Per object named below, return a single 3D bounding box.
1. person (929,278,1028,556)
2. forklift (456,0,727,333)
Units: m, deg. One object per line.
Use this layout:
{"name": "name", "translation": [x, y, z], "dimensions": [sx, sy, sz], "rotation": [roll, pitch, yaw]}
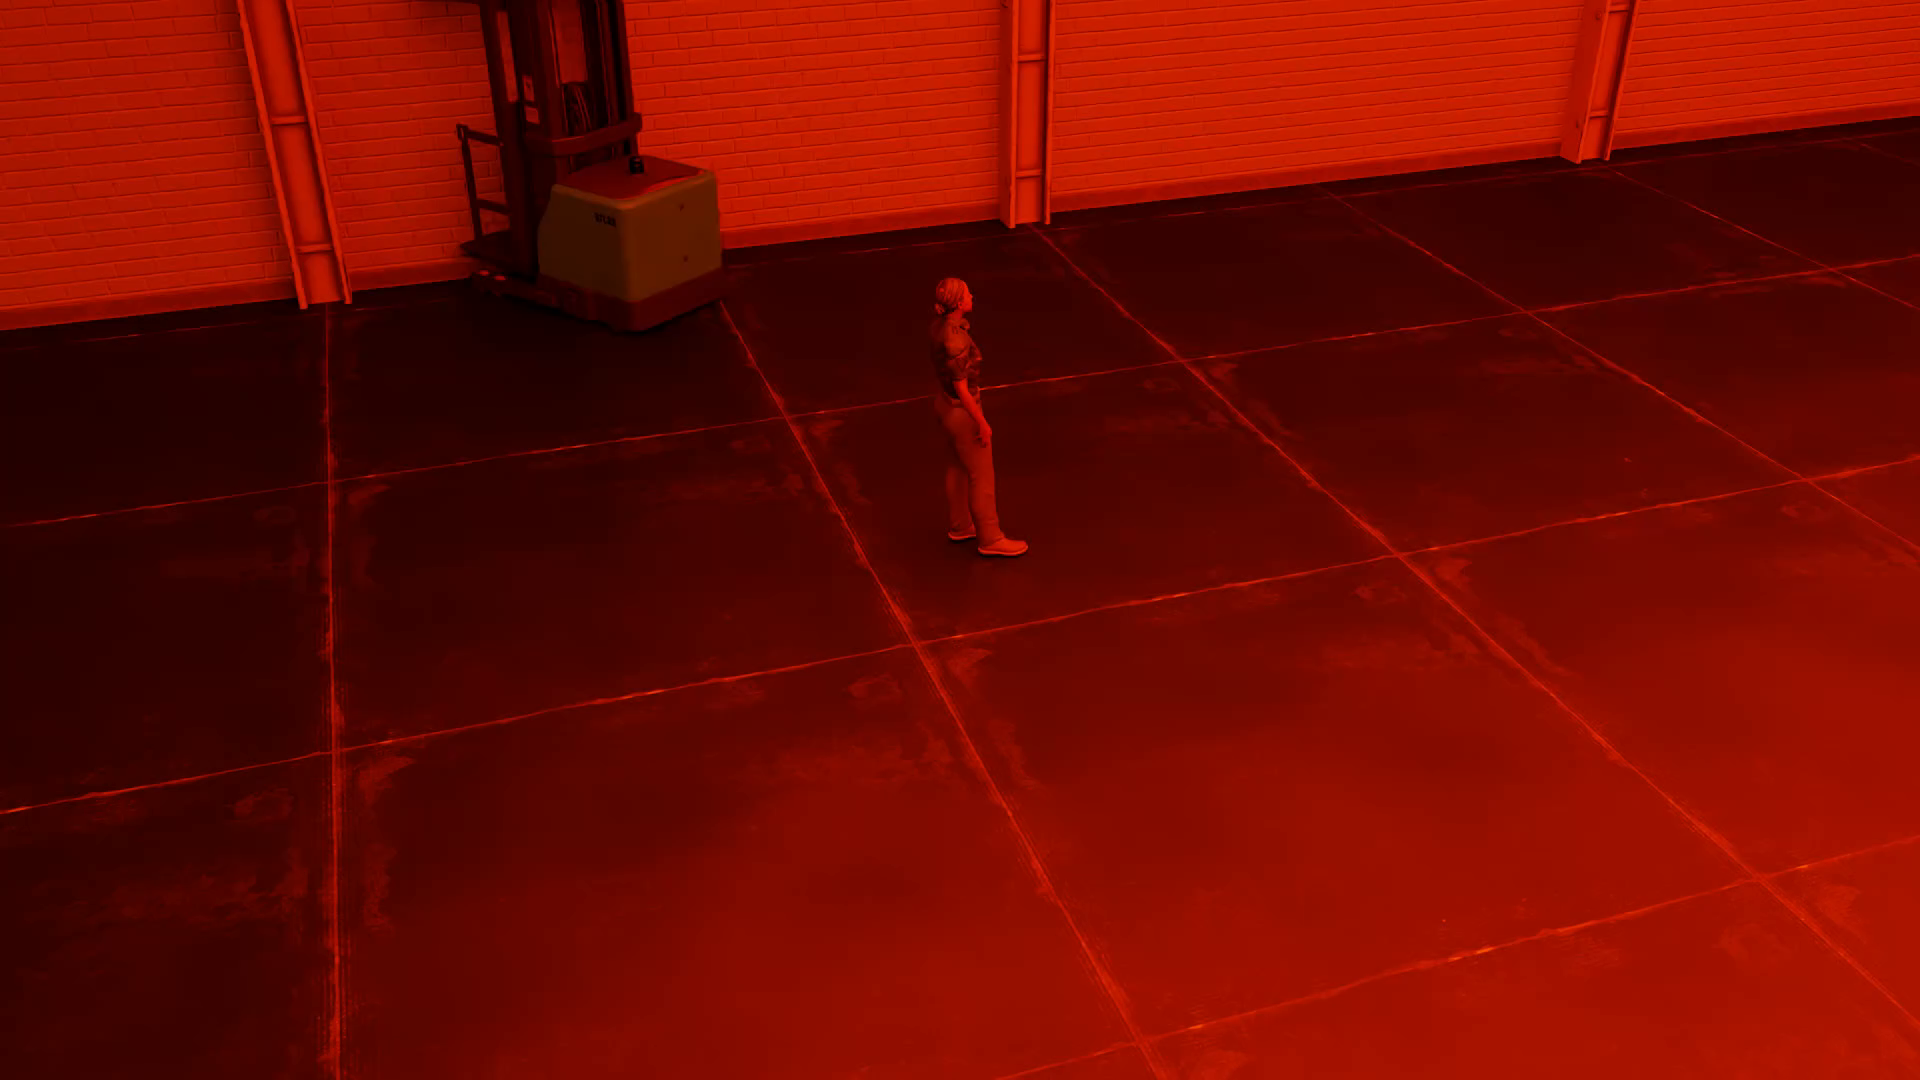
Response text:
{"name": "person", "translation": [0.089, -0.728, 9.617], "dimensions": [0.504, 1.654, 0.569], "rotation": [-10, 31, -16]}
{"name": "forklift", "translation": [-3.353, -3.430, 13.049], "dimensions": [3.031, 2.935, 1.130], "rotation": [20, 36, 31]}
